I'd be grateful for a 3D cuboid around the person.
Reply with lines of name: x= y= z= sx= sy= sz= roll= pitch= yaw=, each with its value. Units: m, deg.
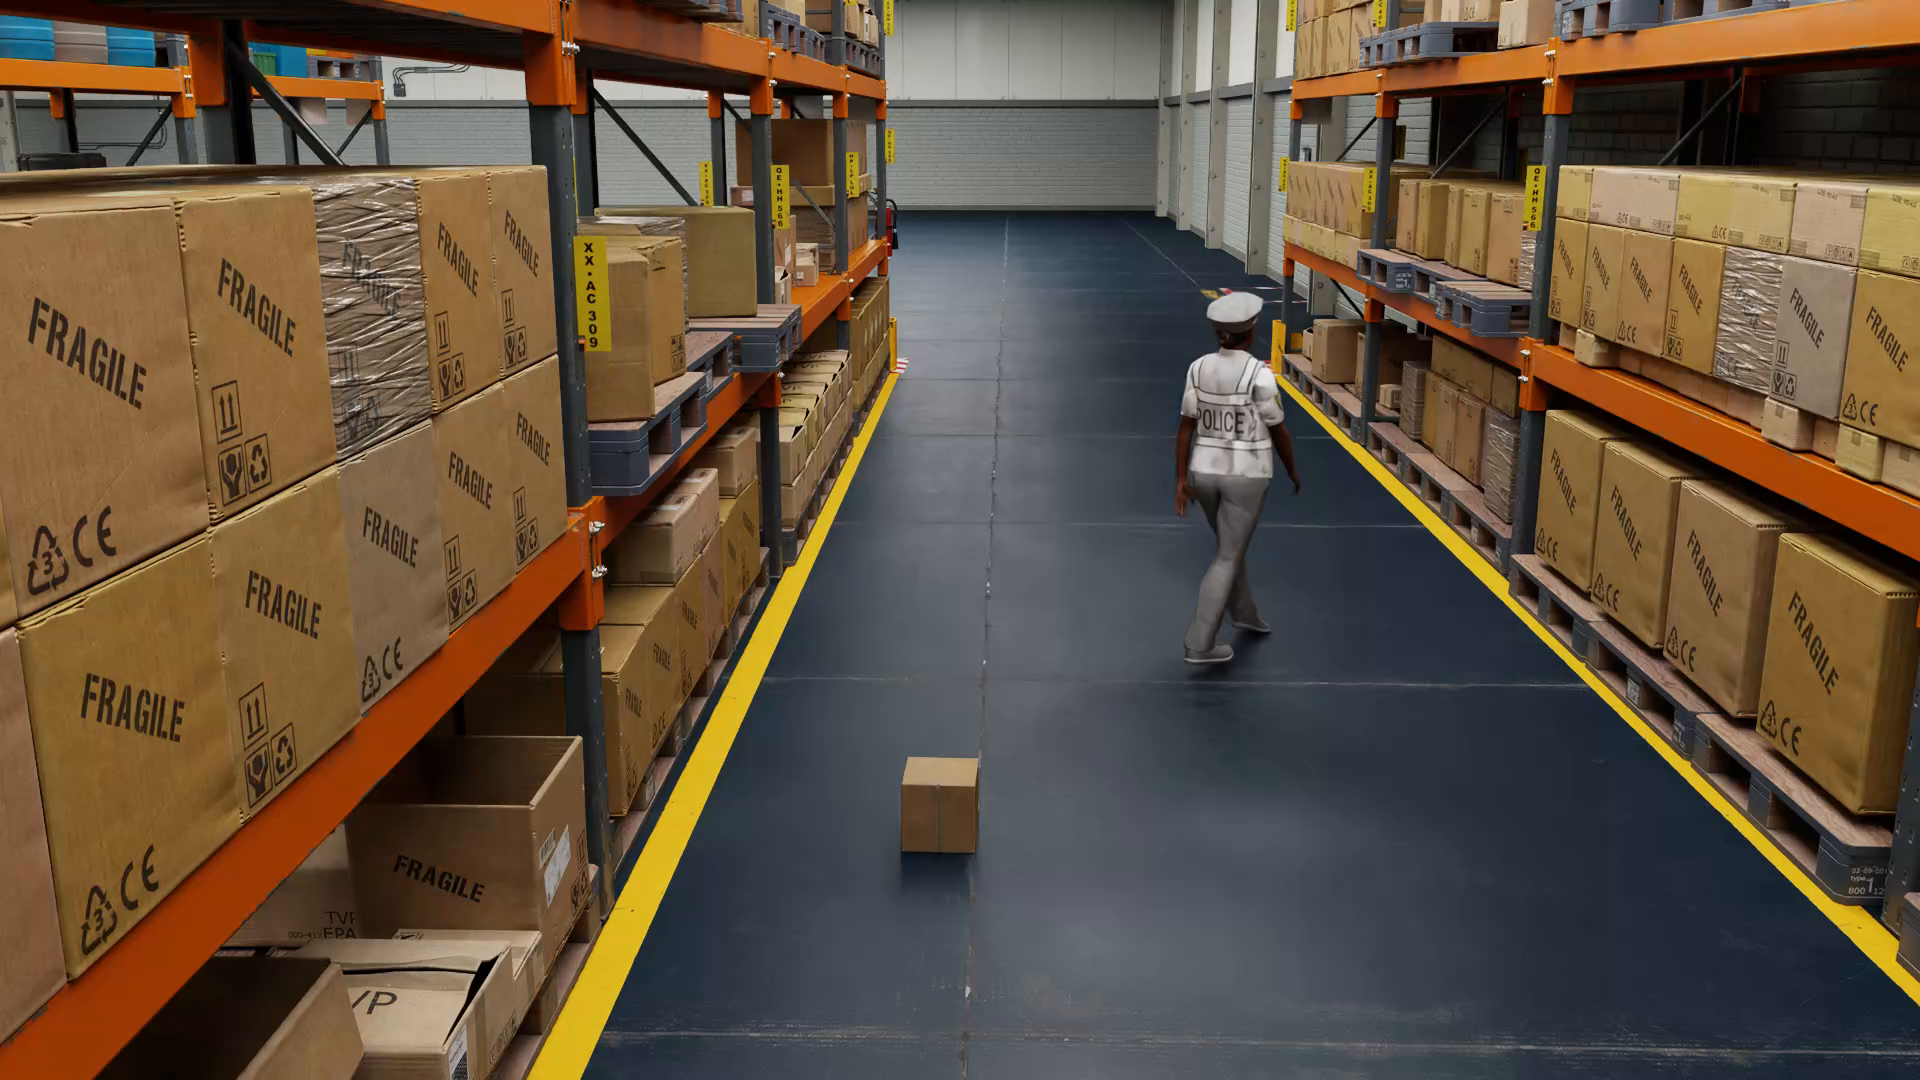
person: x=1.284 y=-0.283 z=7.587 sx=0.457 sy=1.691 sz=0.855 roll=13 pitch=19 yaw=43
